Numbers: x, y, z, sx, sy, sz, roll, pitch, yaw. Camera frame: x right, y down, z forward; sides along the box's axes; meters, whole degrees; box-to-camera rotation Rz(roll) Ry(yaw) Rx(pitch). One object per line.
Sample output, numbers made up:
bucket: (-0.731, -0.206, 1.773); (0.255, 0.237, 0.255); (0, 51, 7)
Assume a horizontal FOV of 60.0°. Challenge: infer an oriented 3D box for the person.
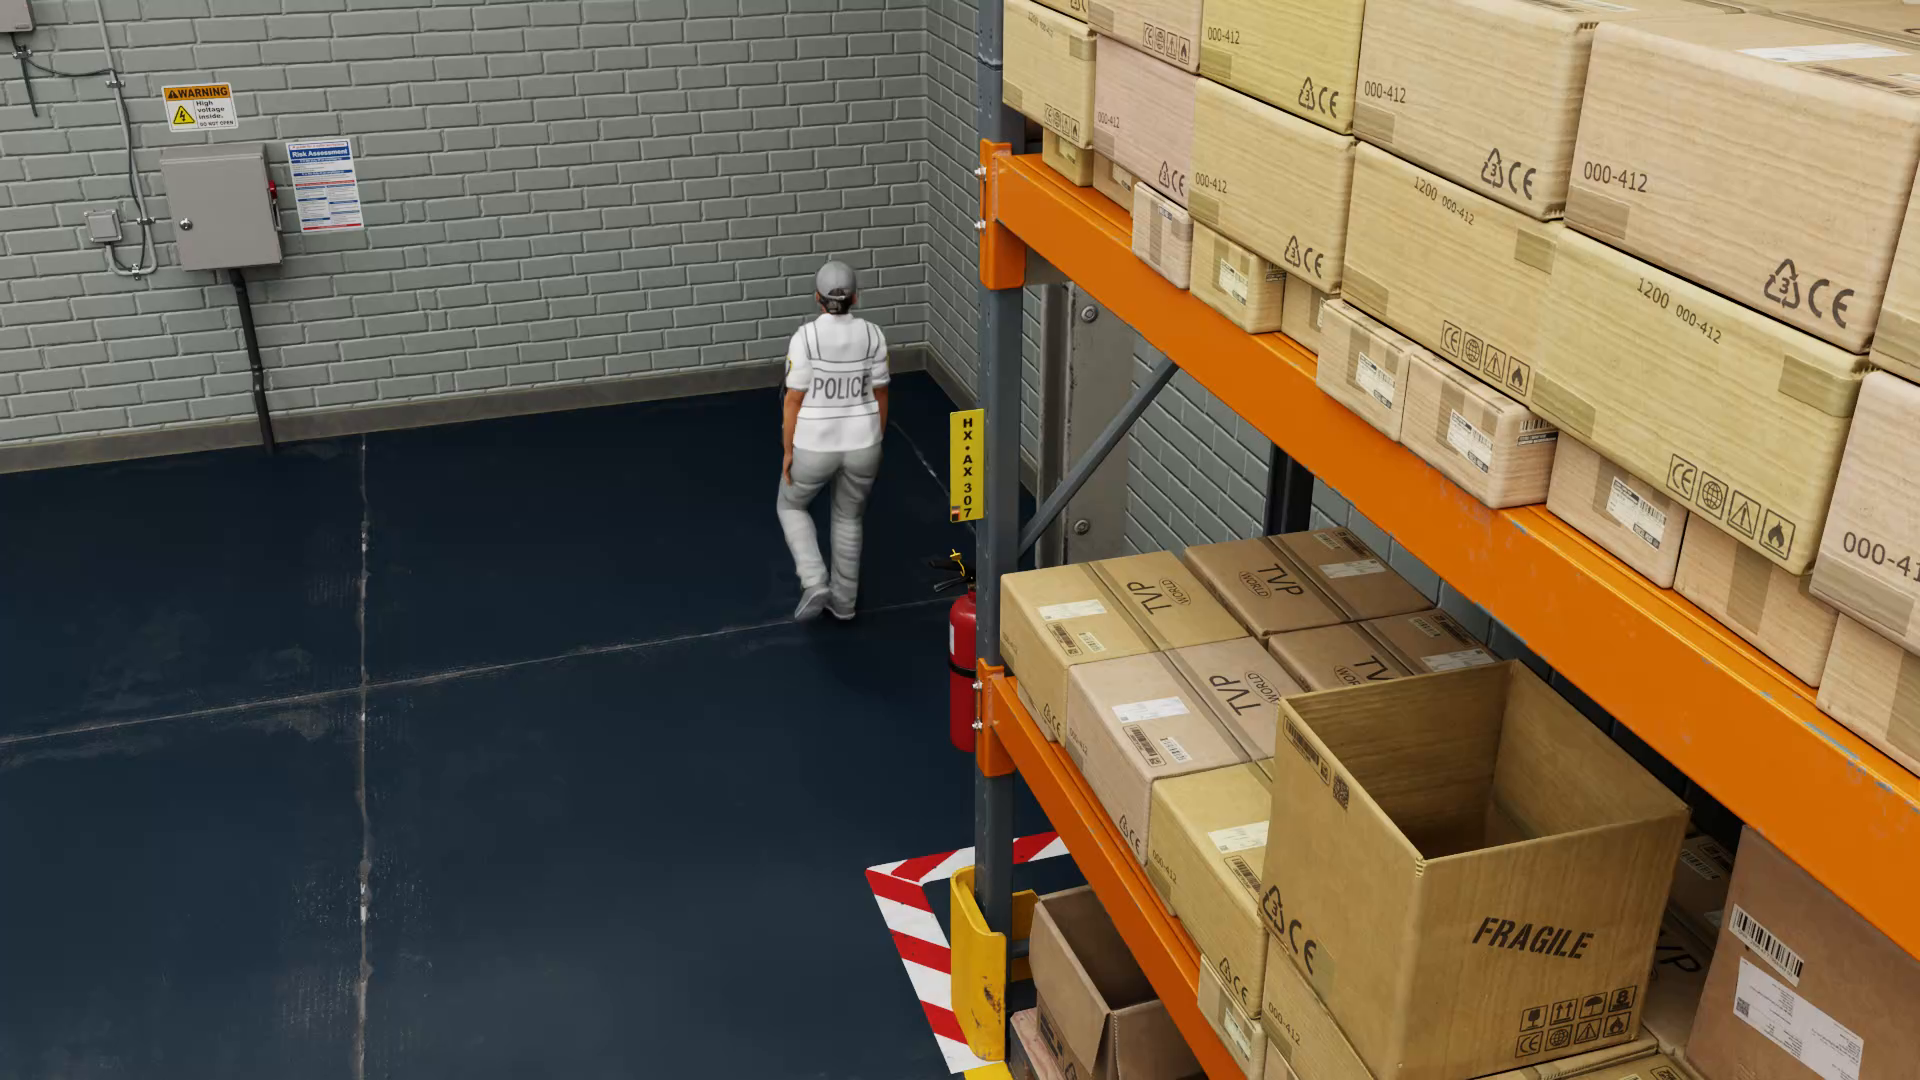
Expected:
person: (-0.546, -0.405, 7.381); (0.516, 1.651, 0.478); (-9, 28, -18)
